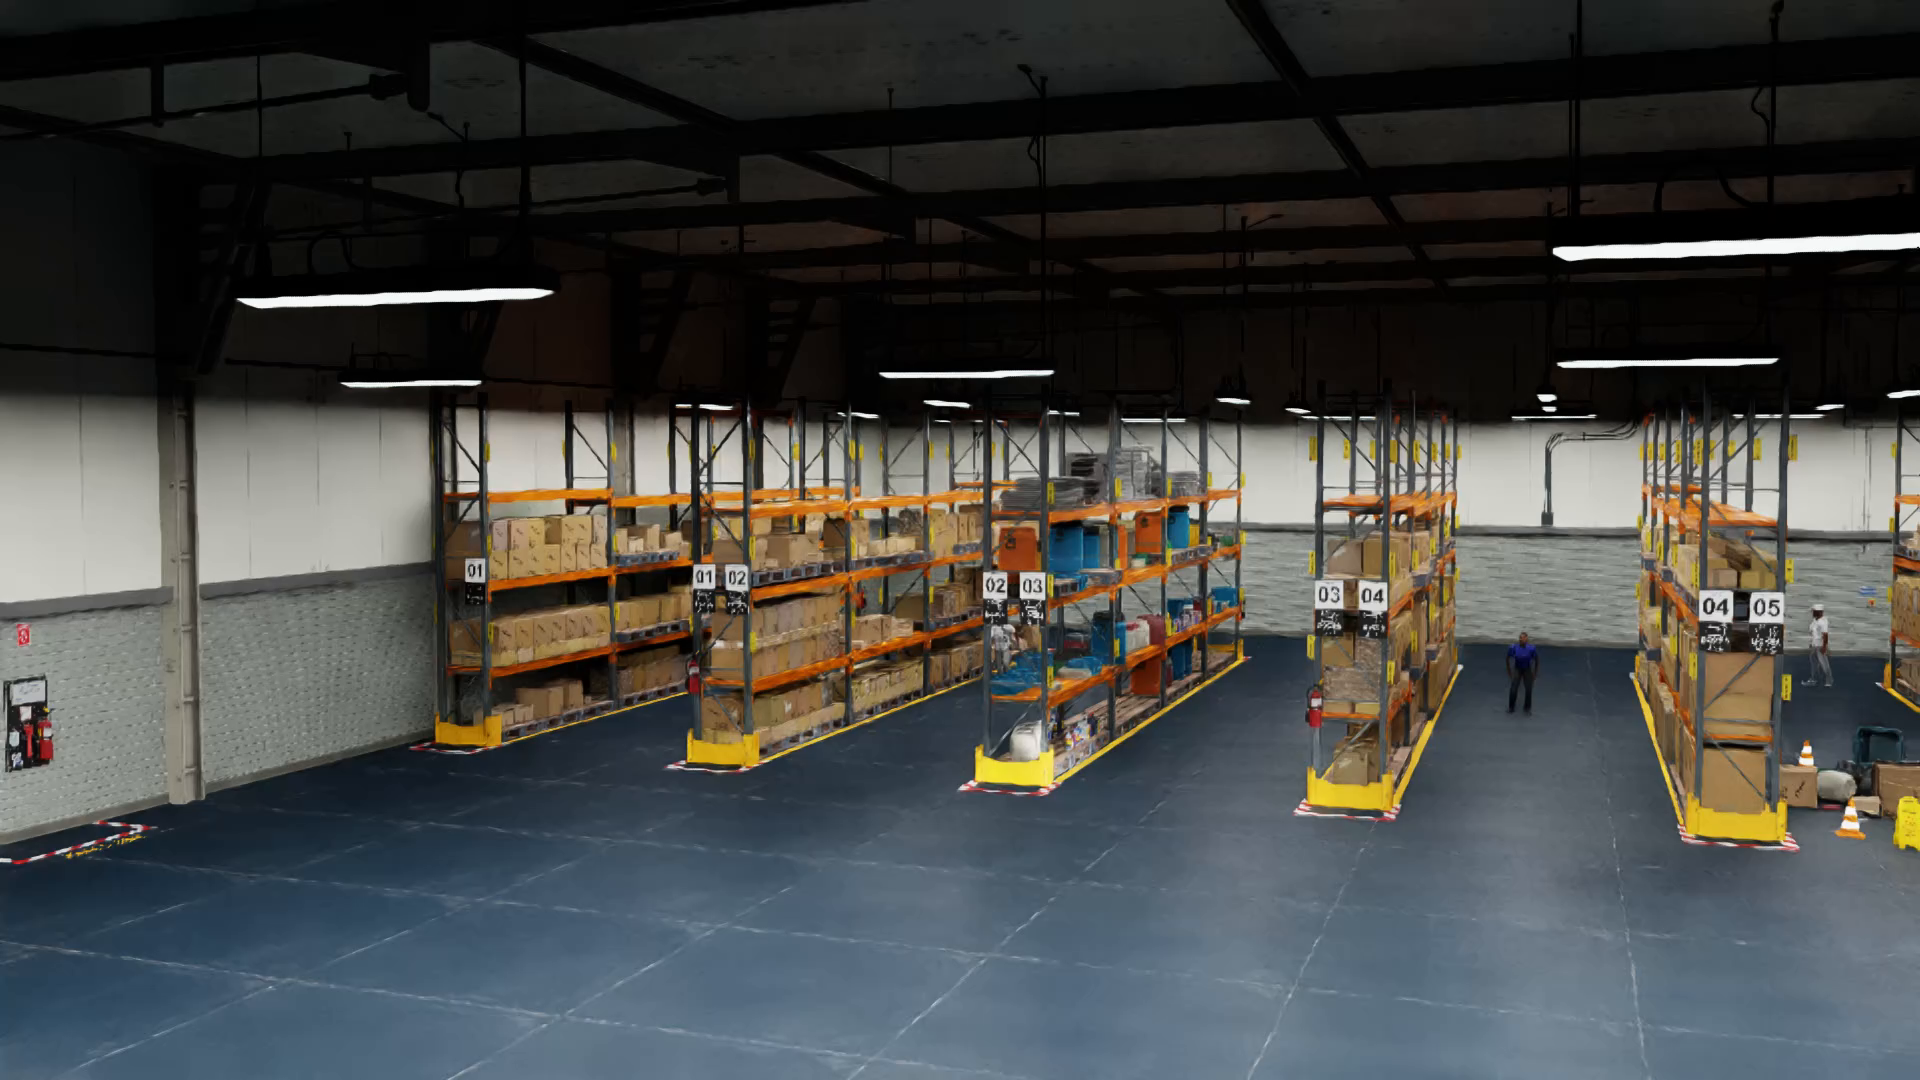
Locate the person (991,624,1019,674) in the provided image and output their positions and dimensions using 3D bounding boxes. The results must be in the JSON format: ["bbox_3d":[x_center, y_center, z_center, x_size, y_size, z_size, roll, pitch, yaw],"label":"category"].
[{"bbox_3d":[0.905,2.326,35.338,0.584,1.605,0.782,1,3,25],"label":"person"}]

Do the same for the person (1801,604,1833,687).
[{"bbox_3d":[18.251,2.235,35.337,0.507,1.769,0.672,0,3,9],"label":"person"}]

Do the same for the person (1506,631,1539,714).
[{"bbox_3d":[10.702,2.522,31.663,0.592,1.604,0.513,1,3,18],"label":"person"}]
